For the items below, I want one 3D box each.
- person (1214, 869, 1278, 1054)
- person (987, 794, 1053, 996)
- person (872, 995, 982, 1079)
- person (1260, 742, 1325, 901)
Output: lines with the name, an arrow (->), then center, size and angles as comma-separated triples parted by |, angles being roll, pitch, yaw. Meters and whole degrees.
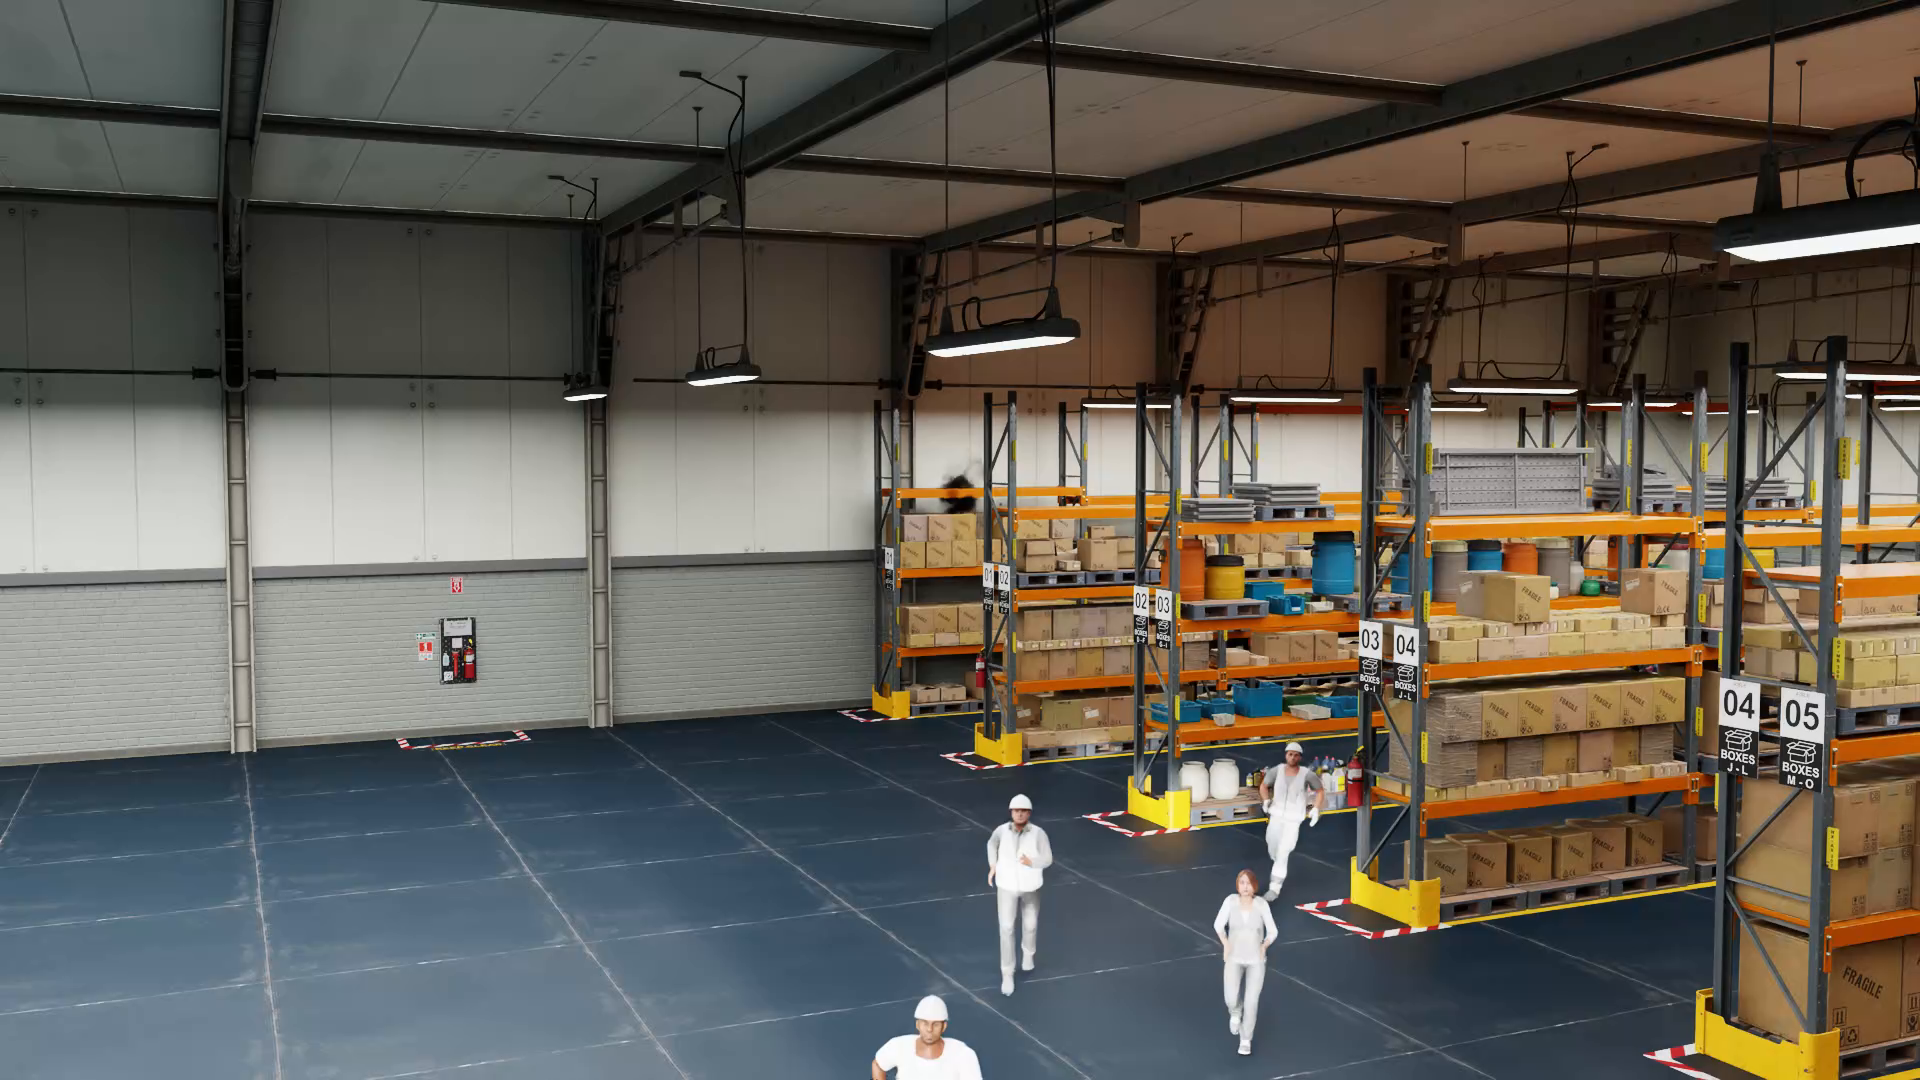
person -> 2.419, 3.565, 14.108 | 0.535, 1.550, 0.558 | 1, 3, 13
person -> 0.578, 3.341, 15.915 | 0.615, 1.822, 0.825 | 0, 3, 3
person -> -0.199, 3.688, 10.181 | 0.685, 1.806, 0.702 | 0, 3, -2
person -> 3.765, 3.176, 18.966 | 0.731, 1.757, 0.957 | 1, 4, 21
